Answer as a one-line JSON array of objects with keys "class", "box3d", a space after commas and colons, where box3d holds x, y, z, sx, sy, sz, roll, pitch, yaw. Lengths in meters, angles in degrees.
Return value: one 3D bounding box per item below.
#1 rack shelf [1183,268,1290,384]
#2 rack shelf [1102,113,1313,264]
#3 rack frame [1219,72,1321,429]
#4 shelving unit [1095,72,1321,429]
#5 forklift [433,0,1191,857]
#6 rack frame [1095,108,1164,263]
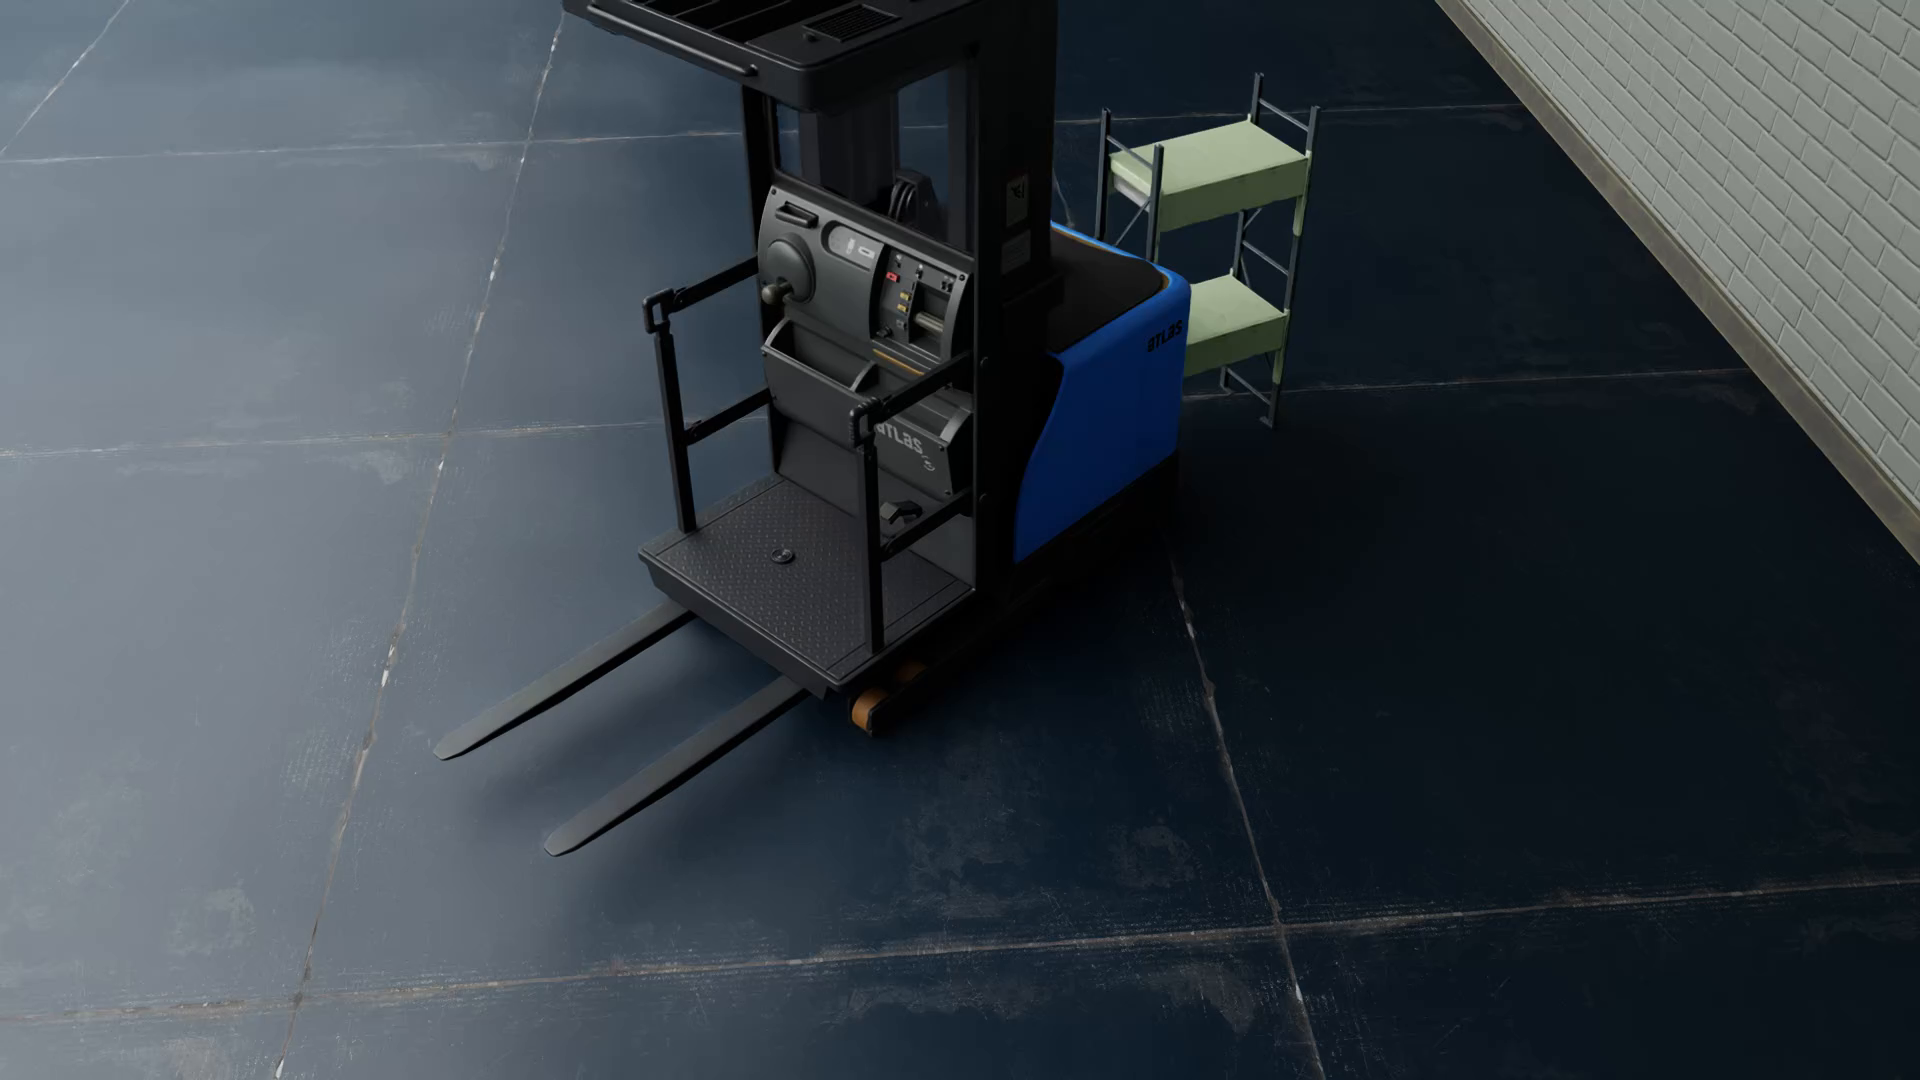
[{"class": "rack shelf", "box3d": [0.977, -0.830, 7.117, 0.720, 0.370, 0.431, -19, 42, -22]}, {"class": "rack shelf", "box3d": [0.977, -1.392, 6.674, 0.720, 0.370, 0.431, -19, 42, -22]}, {"class": "rack frame", "box3d": [1.299, -1.194, 7.052, 0.023, 1.500, 0.400, -19, 42, -22]}, {"class": "shelving unit", "box3d": [0.977, -1.086, 6.915, 0.755, 1.500, 0.431, -19, 42, -22]}, {"class": "forklift", "box3d": [-0.477, -0.824, 5.429, 1.130, 2.935, 3.031, 30, 47, 32]}, {"class": "rack frame", "box3d": [0.655, -0.978, 6.778, 0.023, 1.500, 0.400, -19, 42, -22]}]
